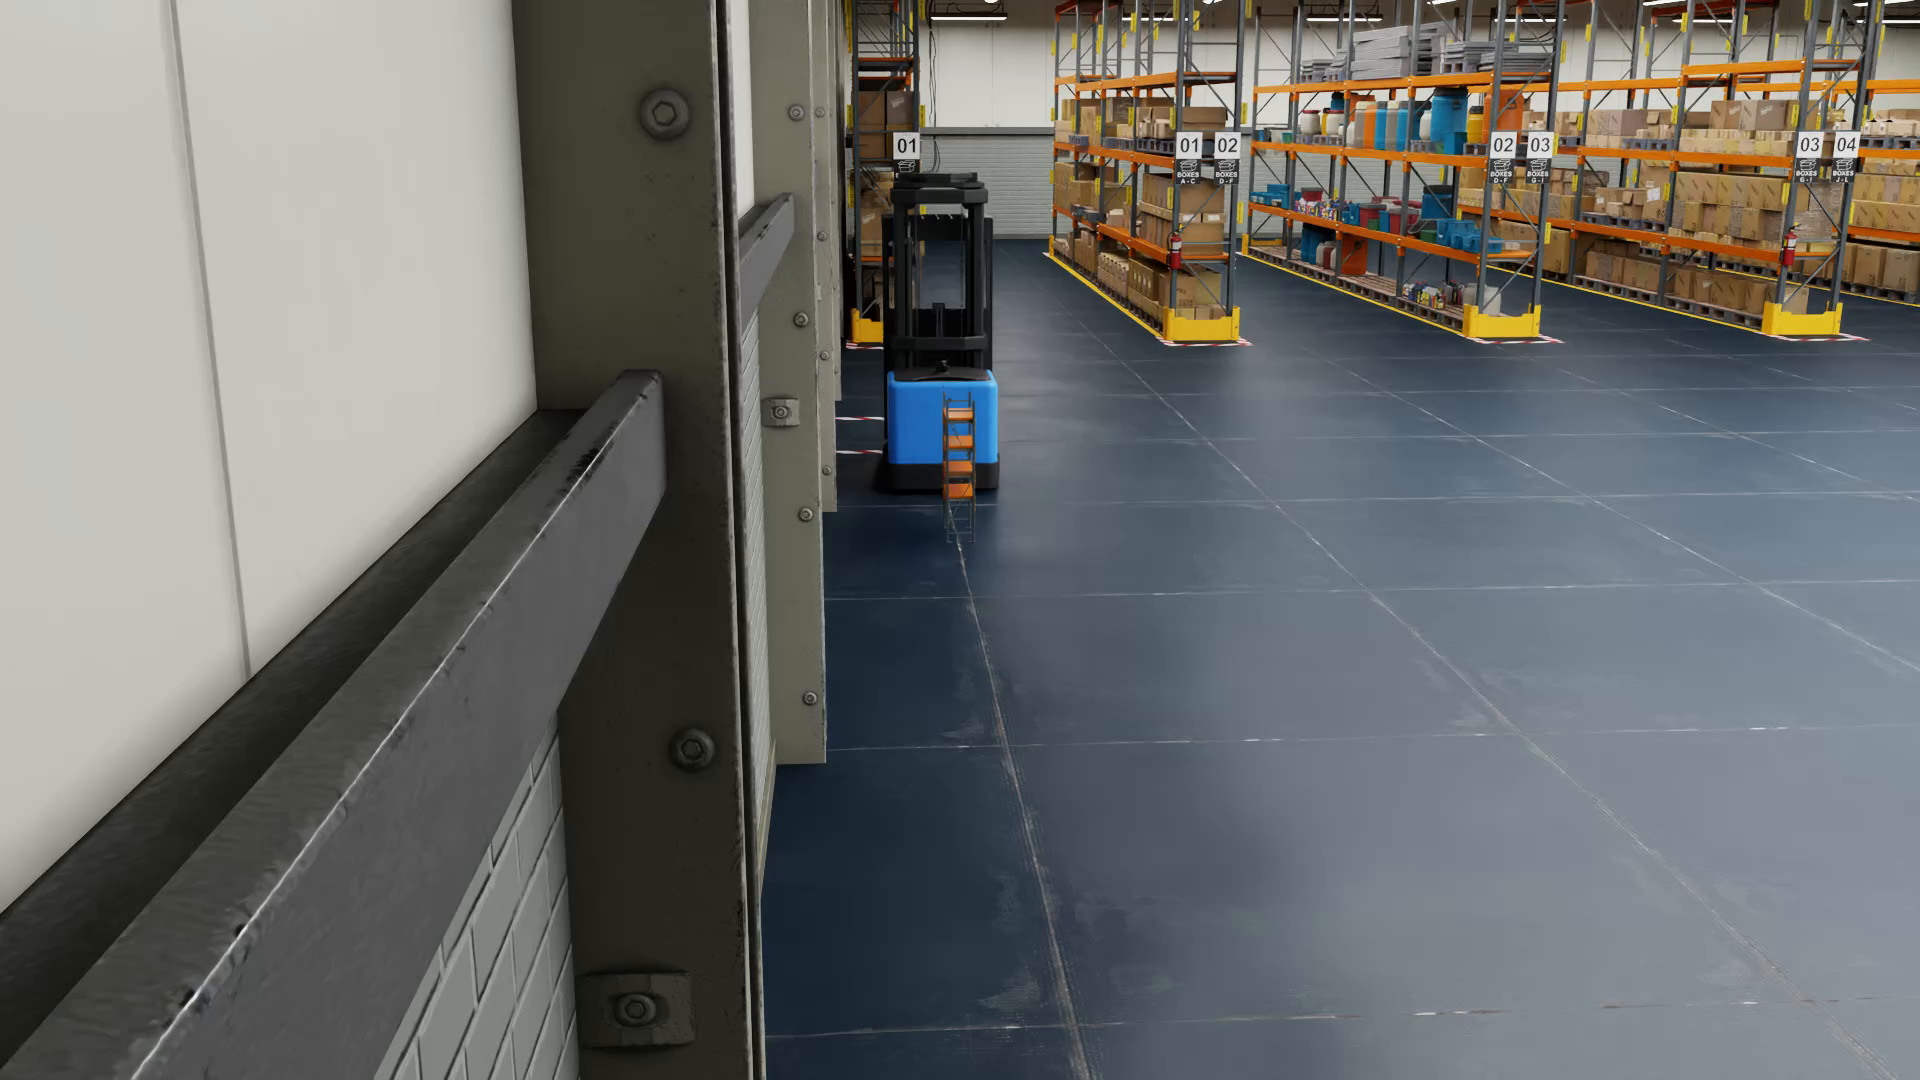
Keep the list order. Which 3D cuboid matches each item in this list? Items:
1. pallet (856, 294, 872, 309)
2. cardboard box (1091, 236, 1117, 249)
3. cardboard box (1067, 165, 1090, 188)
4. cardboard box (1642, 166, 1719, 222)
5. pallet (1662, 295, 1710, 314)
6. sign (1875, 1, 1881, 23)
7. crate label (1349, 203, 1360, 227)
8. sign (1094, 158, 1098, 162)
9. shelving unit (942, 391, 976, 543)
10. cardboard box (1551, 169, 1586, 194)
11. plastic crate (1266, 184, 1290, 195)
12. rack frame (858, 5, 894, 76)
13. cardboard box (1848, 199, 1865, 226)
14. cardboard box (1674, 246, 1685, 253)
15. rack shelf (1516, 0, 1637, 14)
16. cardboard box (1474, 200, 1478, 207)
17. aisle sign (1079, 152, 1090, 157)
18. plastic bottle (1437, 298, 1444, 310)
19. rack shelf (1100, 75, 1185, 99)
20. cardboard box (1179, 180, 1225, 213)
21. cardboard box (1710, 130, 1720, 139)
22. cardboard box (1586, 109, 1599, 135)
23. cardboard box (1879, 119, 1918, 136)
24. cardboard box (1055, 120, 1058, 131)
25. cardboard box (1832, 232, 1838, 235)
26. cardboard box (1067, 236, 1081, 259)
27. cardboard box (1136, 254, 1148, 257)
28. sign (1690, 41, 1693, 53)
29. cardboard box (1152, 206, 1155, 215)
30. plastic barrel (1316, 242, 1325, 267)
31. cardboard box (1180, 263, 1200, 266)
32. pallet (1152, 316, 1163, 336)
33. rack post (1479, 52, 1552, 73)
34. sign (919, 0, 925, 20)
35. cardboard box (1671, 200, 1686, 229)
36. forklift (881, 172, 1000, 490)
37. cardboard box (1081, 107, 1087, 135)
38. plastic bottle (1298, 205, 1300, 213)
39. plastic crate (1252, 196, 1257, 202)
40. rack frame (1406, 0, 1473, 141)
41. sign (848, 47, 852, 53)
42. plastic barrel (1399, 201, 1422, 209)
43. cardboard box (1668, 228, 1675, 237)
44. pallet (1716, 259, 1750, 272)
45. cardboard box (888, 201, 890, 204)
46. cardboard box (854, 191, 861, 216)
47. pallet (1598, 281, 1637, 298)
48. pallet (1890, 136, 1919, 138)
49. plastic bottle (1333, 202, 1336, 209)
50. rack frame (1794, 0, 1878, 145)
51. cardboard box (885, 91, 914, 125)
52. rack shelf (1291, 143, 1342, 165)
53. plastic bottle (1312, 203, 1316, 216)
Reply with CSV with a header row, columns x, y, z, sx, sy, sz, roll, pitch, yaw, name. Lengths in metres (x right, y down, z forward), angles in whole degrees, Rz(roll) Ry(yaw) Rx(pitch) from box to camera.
x,y,z,sx,sy,sz,roll,pitch,yaw,name
-1.417,-4.417,30.768,1.003,0.211,1.213,-1,14,-3,pallet
3.029,-6.254,34.943,0.500,0.250,0.500,0,14,-1,cardboard box
2.757,-8.422,38.533,0.500,0.500,0.500,-1,14,-5,cardboard box
13.554,-6.496,31.209,1.000,1.000,1.000,-1,14,-3,cardboard box
13.541,-4.286,30.260,1.003,0.211,1.213,-1,14,-3,pallet
14.253,-8.212,25.852,0.100,0.325,0.005,-1,14,-3,sign
8.064,-6.487,33.148,0.502,0.435,0.616,-1,14,-3,crate label
3.388,-9.353,41.398,0.100,0.325,0.005,-1,14,-3,sign
-0.010,-0.622,14.037,0.258,1.200,0.503,-1,14,-3,shelving unit
13.149,-7.676,35.626,0.797,0.503,0.637,-1,14,-2,cardboard box
7.984,-8.677,41.537,0.616,0.435,0.499,-1,14,-3,plastic crate
-2.111,-11.463,40.520,1.000,3.000,0.127,-1,14,-3,rack frame
17.996,-6.530,33.185,0.500,0.500,0.500,-1,14,-3,cardboard box
17.496,-7.016,40.154,0.380,0.149,0.250,-1,14,-4,cardboard box
13.092,-11.462,35.287,1.077,0.370,4.000,-1,14,-3,rack shelf
12.542,-8.061,39.841,0.380,0.149,0.250,-1,14,-4,cardboard box
3.134,-9.916,41.328,0.394,0.787,0.004,-1,14,-3,aisle sign
8.217,-4.039,28.439,0.097,0.201,0.097,0,14,0,plastic bottle
3.452,-8.511,31.294,1.077,0.370,4.000,-1,14,-3,rack shelf
3.805,-5.462,26.432,0.700,0.500,0.500,-1,14,-3,cardboard box
13.244,-7.029,28.808,0.380,0.149,0.250,-1,14,-4,cardboard box
12.988,-8.420,33.508,0.500,0.500,0.500,-1,14,-3,cardboard box
18.092,-7.948,32.013,0.500,0.311,0.500,-1,14,-5,cardboard box
2.605,-10.126,40.639,0.500,0.250,0.500,-1,14,-3,cardboard box
22.752,-7.740,42.388,0.875,0.438,0.875,-1,14,-5,cardboard box
2.762,-6.780,38.492,0.500,0.500,0.500,-1,14,-3,cardboard box
3.645,-5.533,33.062,0.500,0.311,0.500,-1,14,-4,cardboard box
18.232,-12.277,41.489,0.100,0.325,0.005,-1,14,-3,sign
3.484,-5.623,28.359,0.380,0.149,0.250,-1,14,-5,cardboard box
8.031,-6.261,36.490,0.421,0.512,0.421,0,14,0,plastic barrel
3.877,-4.525,28.764,0.500,0.500,0.500,-1,14,-3,cardboard box
3.735,-3.495,27.187,1.003,0.211,1.213,-1,14,-3,pallet
8.848,-7.585,26.449,0.937,0.300,0.954,1,14,3,rack post
-0.578,-7.983,24.960,0.100,0.325,0.005,-1,14,-3,sign
13.430,-5.882,30.072,0.875,0.500,0.500,-1,14,-3,cardboard box
-0.234,-2.206,16.717,1.130,2.935,3.031,-1,14,-3,forklift
3.038,-9.267,36.759,0.600,0.600,0.600,-2,15,-9,cardboard box
7.655,-7.460,37.401,0.097,0.201,0.097,0,14,0,plastic bottle
7.401,-8.465,41.314,0.250,0.136,0.298,-1,14,-3,plastic crate
8.520,-8.632,29.515,1.000,3.000,0.127,-1,14,-3,rack frame
-2.665,-11.985,40.356,0.100,0.325,0.005,-1,14,-3,sign
8.635,-6.216,31.893,0.433,0.535,0.433,0,14,0,plastic barrel
13.177,-5.623,30.365,0.380,0.149,0.250,-1,14,-3,cardboard box
17.975,-6.300,38.087,1.003,0.211,1.213,-1,14,-3,pallet
-0.940,-5.382,27.680,0.500,0.500,0.500,0,14,-2,cardboard box
-1.908,-6.884,33.923,0.500,0.500,0.500,-1,14,-3,cardboard box
13.336,-4.950,32.842,1.003,0.211,1.213,-1,14,-3,pallet
22.819,-9.559,39.316,1.003,0.211,1.213,-1,14,-3,pallet
8.302,-7.338,36.784,0.097,0.271,0.097,0,14,0,plastic bottle
13.712,-7.713,25.946,1.000,3.000,0.127,-1,14,-3,rack frame
-0.901,-6.673,25.675,0.500,0.500,0.500,-2,15,-7,cardboard box
8.149,-8.323,35.778,1.077,0.370,4.000,-1,14,-3,rack shelf
7.731,-7.191,36.214,0.097,0.271,0.097,0,14,0,plastic bottle
